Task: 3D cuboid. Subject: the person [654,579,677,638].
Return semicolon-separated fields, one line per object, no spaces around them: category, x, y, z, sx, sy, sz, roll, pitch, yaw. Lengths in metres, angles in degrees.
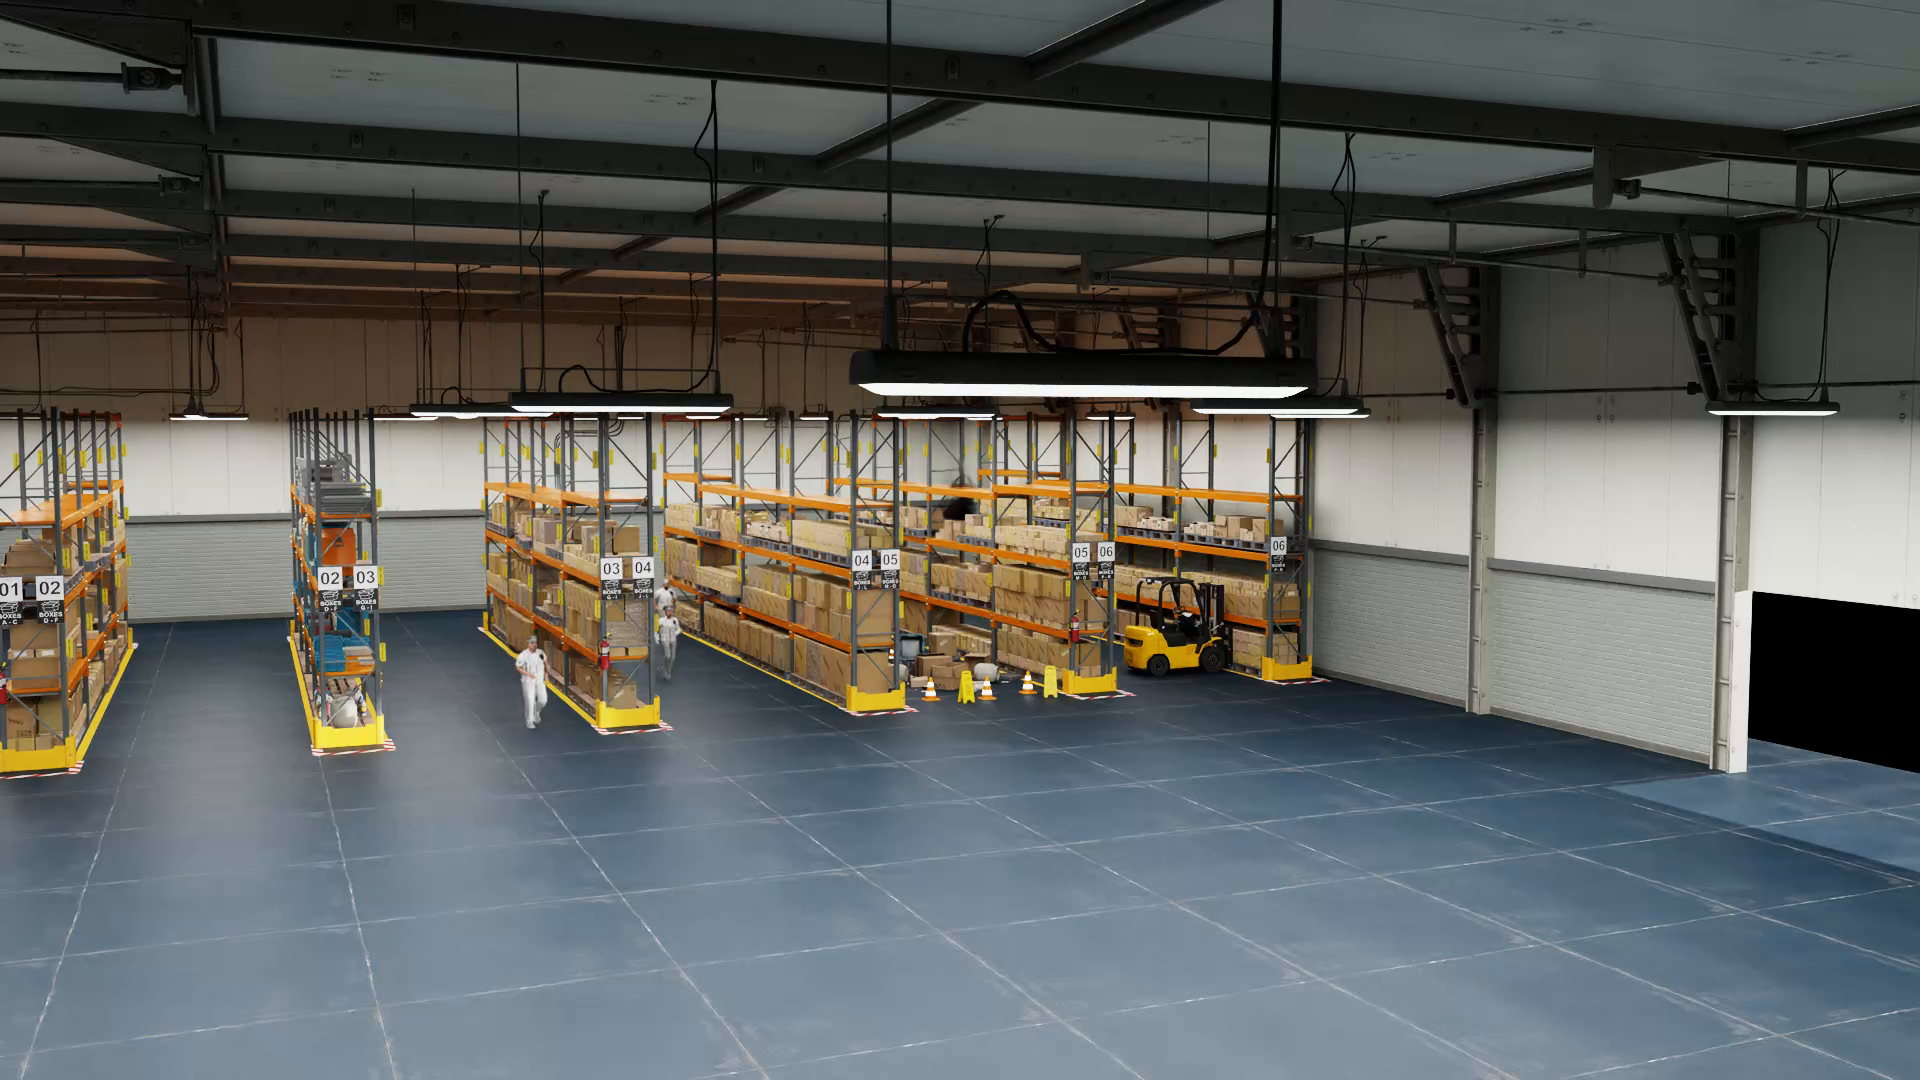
person;-7.659;1.868;43.337;0.575;1.708;0.711;-2;5;-30

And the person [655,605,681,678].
person;-6.506;2.281;37.156;0.593;1.648;0.616;-2;5;-30

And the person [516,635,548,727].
person;-7.995;2.657;31.292;0.690;1.749;0.591;-3;5;-37

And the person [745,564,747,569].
person;-6.234;1.514;47.950;0.579;1.666;0.875;-2;4;-26
